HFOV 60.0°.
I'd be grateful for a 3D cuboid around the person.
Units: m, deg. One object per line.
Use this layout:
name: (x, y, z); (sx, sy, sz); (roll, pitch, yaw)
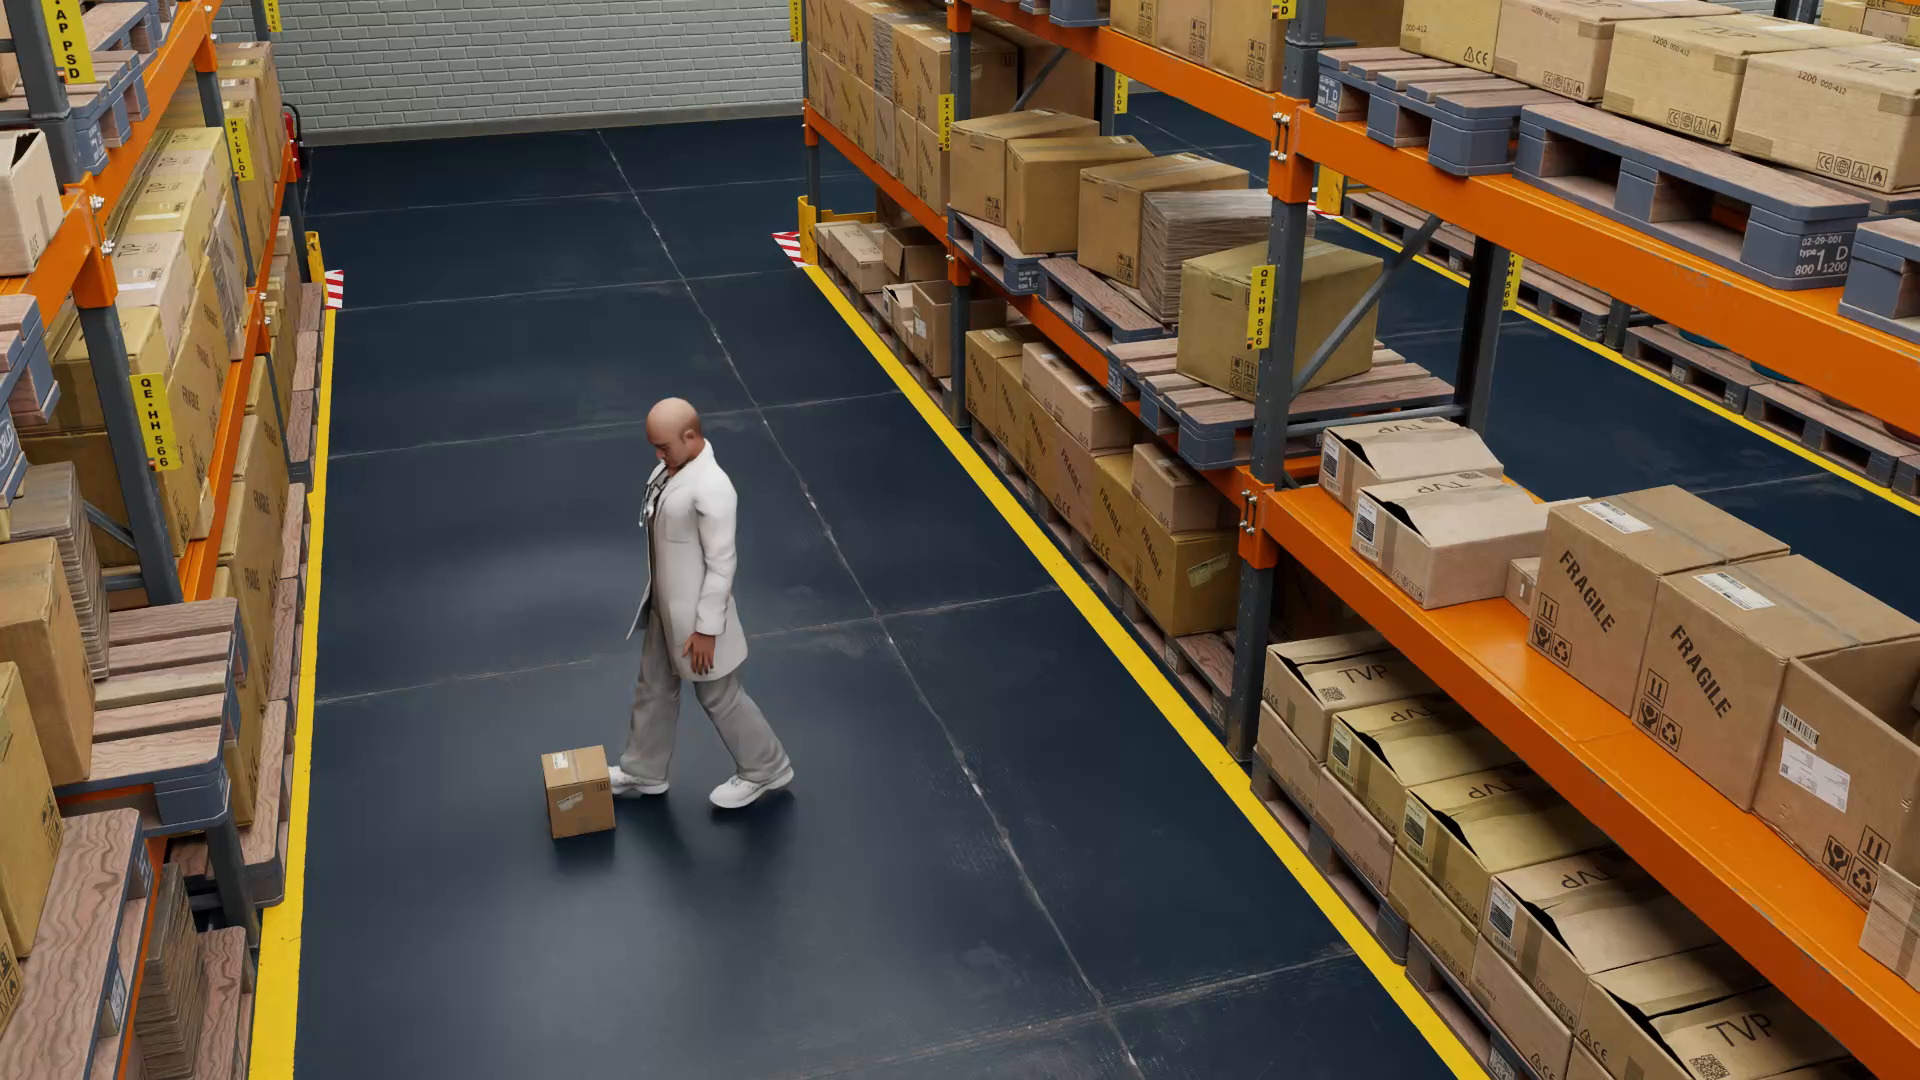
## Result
person: (-1.120, 0.359, 6.583); (0.840, 1.571, 0.635); (-12, 28, -23)
